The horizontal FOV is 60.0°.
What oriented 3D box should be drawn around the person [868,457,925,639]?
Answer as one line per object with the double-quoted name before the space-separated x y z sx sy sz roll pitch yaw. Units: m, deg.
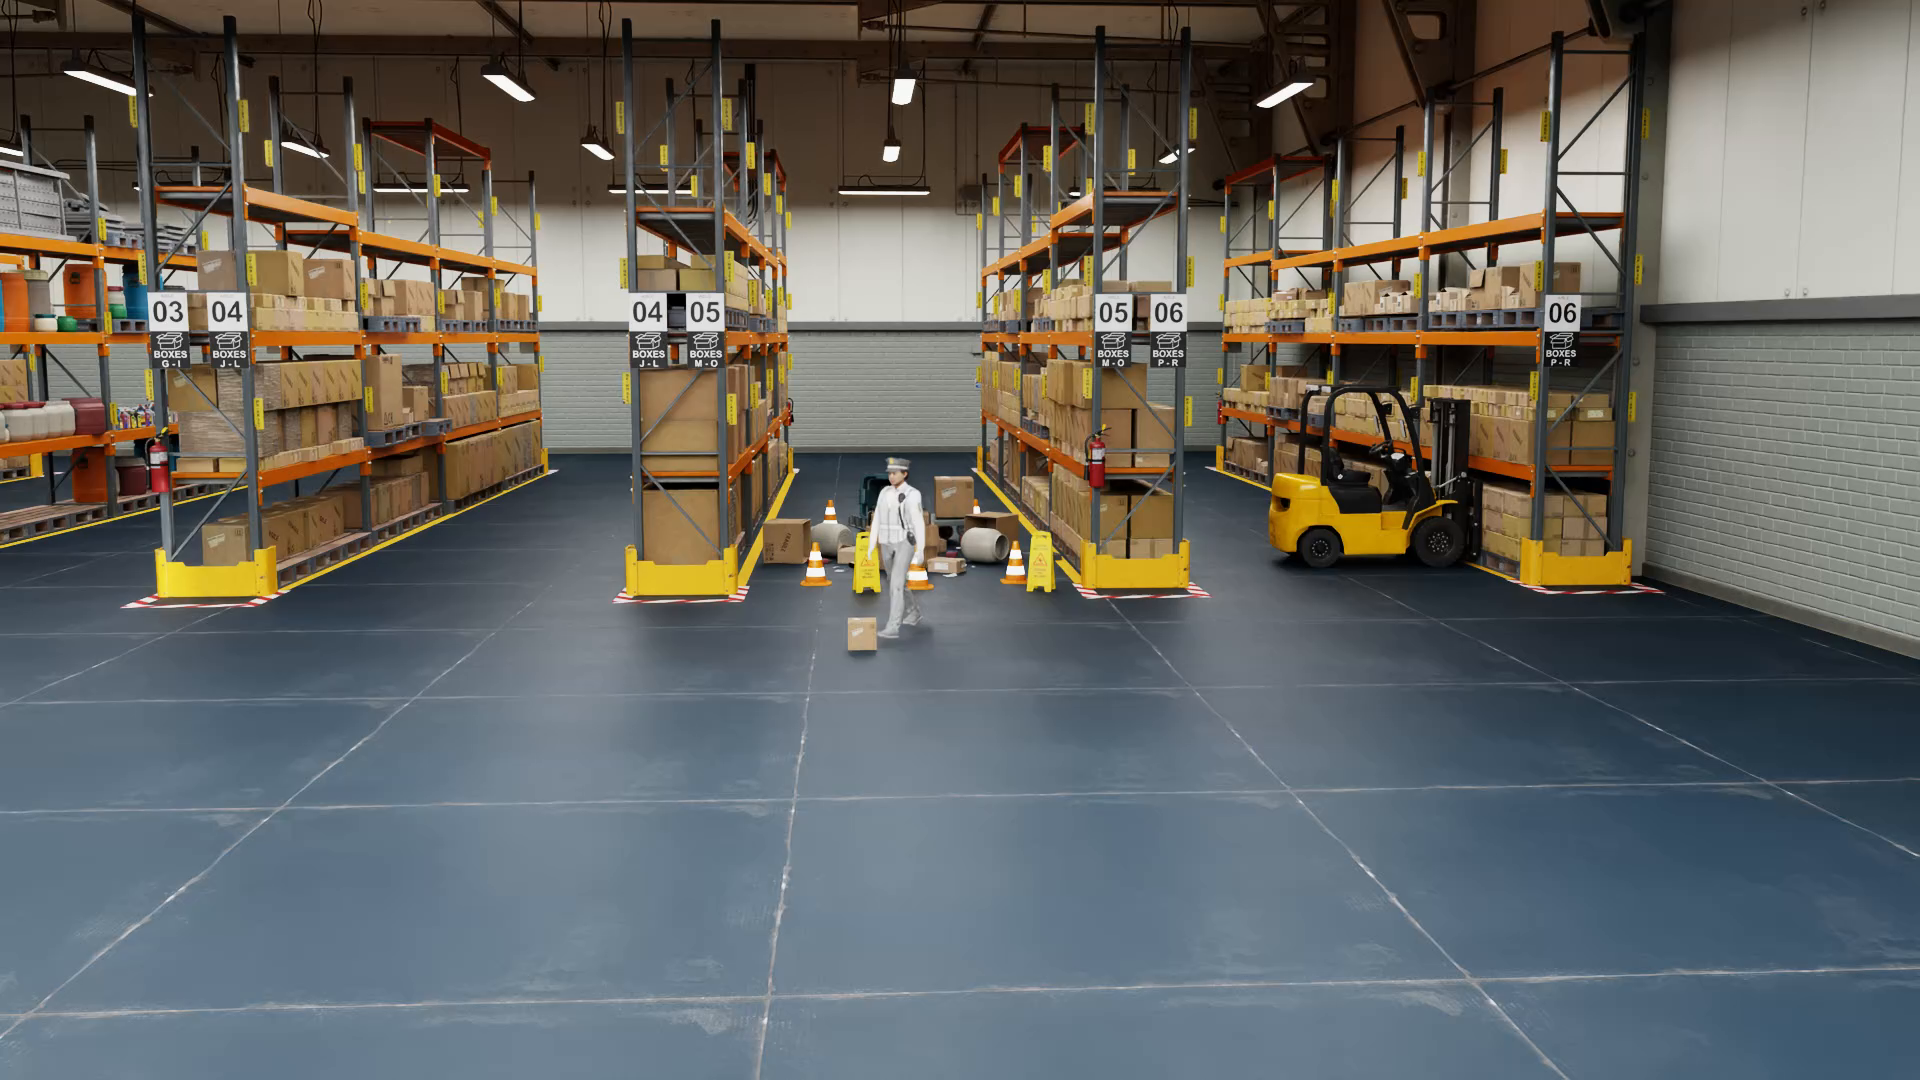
"person" -0.581 0.053 15.272 0.511 1.640 0.893 5 9 37
